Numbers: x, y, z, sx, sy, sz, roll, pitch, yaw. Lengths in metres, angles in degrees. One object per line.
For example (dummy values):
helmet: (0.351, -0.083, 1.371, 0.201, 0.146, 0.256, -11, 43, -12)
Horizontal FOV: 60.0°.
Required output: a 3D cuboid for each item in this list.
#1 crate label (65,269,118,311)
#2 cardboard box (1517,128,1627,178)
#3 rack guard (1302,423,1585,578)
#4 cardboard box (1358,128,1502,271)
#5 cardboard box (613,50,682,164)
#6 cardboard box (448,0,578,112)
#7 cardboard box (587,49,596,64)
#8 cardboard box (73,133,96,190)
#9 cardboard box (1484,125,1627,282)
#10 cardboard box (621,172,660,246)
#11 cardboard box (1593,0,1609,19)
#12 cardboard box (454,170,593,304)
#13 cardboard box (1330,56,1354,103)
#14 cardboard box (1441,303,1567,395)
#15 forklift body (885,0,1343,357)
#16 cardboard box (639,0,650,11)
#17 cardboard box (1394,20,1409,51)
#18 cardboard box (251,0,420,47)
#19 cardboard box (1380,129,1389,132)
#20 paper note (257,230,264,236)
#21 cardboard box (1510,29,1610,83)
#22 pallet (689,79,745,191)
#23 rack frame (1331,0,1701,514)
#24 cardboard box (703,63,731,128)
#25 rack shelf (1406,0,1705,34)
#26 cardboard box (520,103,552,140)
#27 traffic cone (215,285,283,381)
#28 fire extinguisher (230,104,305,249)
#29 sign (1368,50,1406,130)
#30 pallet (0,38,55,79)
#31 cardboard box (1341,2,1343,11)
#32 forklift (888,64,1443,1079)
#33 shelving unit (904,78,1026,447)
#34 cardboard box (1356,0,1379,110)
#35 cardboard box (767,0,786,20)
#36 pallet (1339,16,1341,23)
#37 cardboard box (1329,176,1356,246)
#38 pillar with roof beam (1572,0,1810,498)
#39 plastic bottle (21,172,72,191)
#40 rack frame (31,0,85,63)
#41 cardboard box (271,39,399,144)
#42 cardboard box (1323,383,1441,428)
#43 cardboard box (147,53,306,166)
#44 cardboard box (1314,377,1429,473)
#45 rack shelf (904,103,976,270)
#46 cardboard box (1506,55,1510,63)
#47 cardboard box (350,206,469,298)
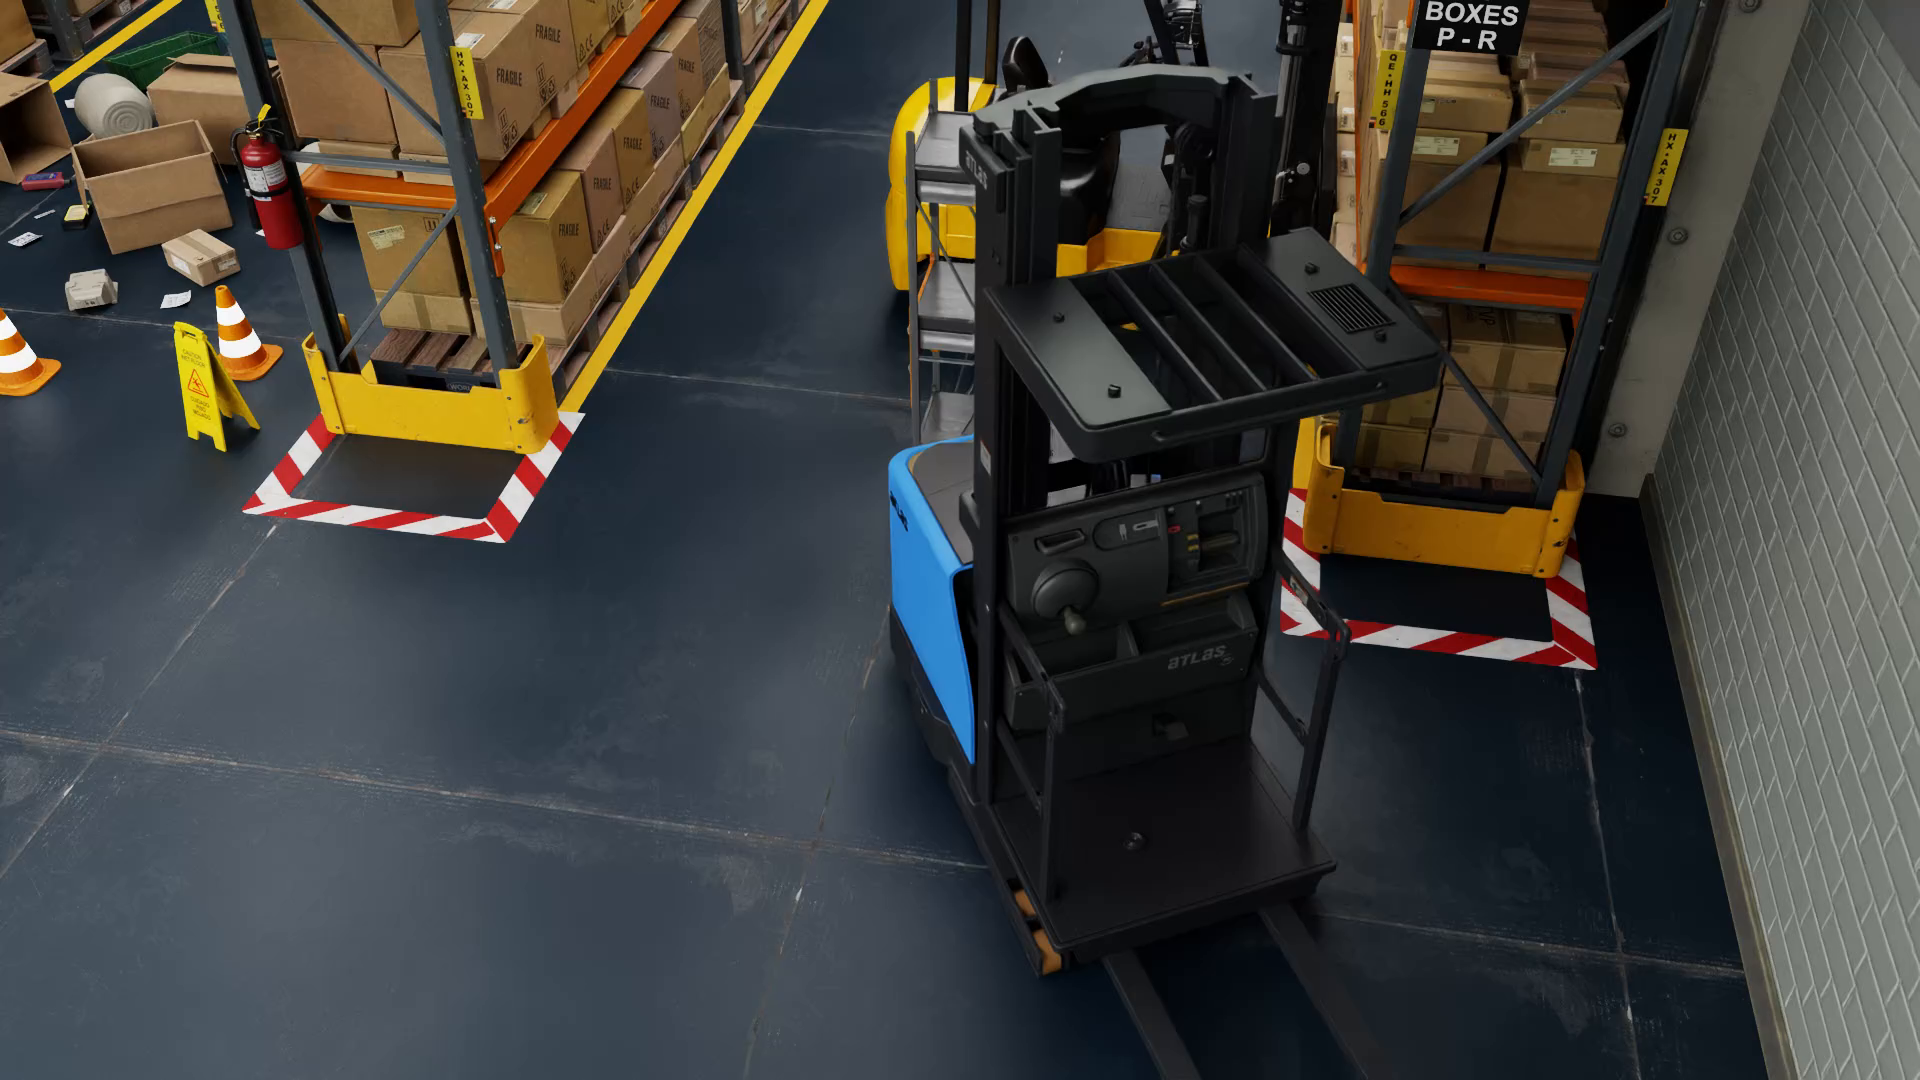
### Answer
crate label: (-4.949, -1.425, 9.463, 0.250, 0.136, 0.298, -13, 41, -15)
cardboard box: (2.528, -1.634, 6.882, 0.380, 0.149, 0.250, 5, 40, 7)
rack guard: (2.209, -0.183, 7.676, 1.175, 0.500, 0.348, 6, 40, 8)
cardboard box: (2.040, -1.538, 7.275, 0.500, 0.500, 0.500, 6, 40, 7)
cardboard box: (-1.995, -2.567, 9.838, 0.500, 0.500, 0.500, 8, 40, 10)
cardboard box: (-2.234, -2.452, 8.147, 0.500, 0.500, 0.500, 8, 40, 9)
cardboard box: (-2.170, -2.611, 8.847, 0.380, 0.149, 0.250, 8, 40, 9)
cardboard box: (-5.360, -2.364, 10.498, 0.396, 0.266, 0.258, 13, 41, 15)
cardboard box: (2.573, -1.480, 7.205, 0.500, 0.500, 0.500, 8, 40, 9)
cardboard box: (-2.086, -1.948, 9.677, 0.500, 0.250, 0.500, 9, 40, 11)
cardboard box: (2.813, -2.555, 7.763, 0.380, 0.149, 0.250, 6, 40, 7)
cardboard box: (-2.260, -1.589, 8.654, 0.500, 0.500, 0.500, 5, 40, 6)
cardboard box: (2.414, -2.571, 9.646, 0.500, 0.250, 0.500, 6, 40, 8)
cardboard box: (2.483, -0.930, 7.661, 0.500, 0.250, 0.500, 6, 40, 7)
forklift body: (0.745, -2.226, 8.851, 2.313, 2.155, 1.214, 6, 40, 8)
cardboard box: (-1.985, -3.090, 9.427, 0.380, 0.149, 0.250, 6, 40, 7)
cardboard box: (2.099, -2.138, 7.258, 0.380, 0.149, 0.250, 7, 40, 9)
cardboard box: (-2.803, -2.590, 7.529, 0.700, 0.500, 0.500, 5, 40, 7)
cardboard box: (2.013, -1.862, 7.158, 0.380, 0.149, 0.250, 7, 40, 8)
paper note: (-4.178, -1.887, 10.115, 0.148, 0.019, 0.142, 20, 44, 23)
cardboard box: (2.592, -2.080, 7.187, 0.380, 0.149, 0.250, 7, 40, 9)
pallet: (-2.065, -2.717, 10.967, 1.003, 0.211, 1.213, 6, 40, 8)
rack frame: (2.214, -1.162, 6.898, 1.000, 3.000, 0.127, 6, 40, 8)
cardboard box: (-1.821, -2.918, 10.851, 0.500, 0.250, 0.500, 8, 40, 10)
rack shelf: (2.560, -3.296, 7.689, 1.077, 0.370, 4.000, 6, 40, 8)
cardboard box: (-2.258, -2.118, 8.251, 0.380, 0.149, 0.250, 5, 40, 6)
traffic cone: (-3.872, -1.141, 8.864, 0.336, 0.463, 0.334, 6, 40, 8)
fire extinguisher: (-3.150, -1.656, 7.556, 0.296, 0.674, 0.183, 6, 40, 8)
sign: (1.681, -1.768, 6.536, 0.100, 0.325, 0.005, 6, 40, 8)
pallet: (-7.085, -3.156, 11.499, 1.003, 0.211, 1.213, 6, 40, 8)
cardboard box: (3.255, -4.206, 12.114, 0.875, 0.625, 0.625, 5, 40, 6)
forklift: (0.676, 0.126, 5.395, 1.130, 2.935, 3.031, -13, 41, -15)
shelving unit: (0.029, -0.913, 7.303, 0.431, 2.100, 0.503, 6, 40, 8)
cardboard box: (2.303, -2.501, 8.439, 0.500, 0.500, 0.500, 7, 40, 8)
cardboard box: (-1.774, -4.147, 12.241, 0.950, 0.372, 0.625, 9, 40, 10)
pallet: (3.204, -3.832, 12.316, 1.003, 0.211, 1.213, 6, 40, 8)
cardboard box: (2.146, -1.611, 8.485, 0.500, 0.250, 0.500, 7, 40, 8)
pillar with roof beam: (-1.018, -4.286, 5.969, 9.100, 9.000, 0.400, 6, 40, 8)
plastic bottle: (-5.787, -2.280, 10.557, 0.283, 0.061, 0.133, -6, 40, -8)
rack frame: (-6.877, -4.699, 11.177, 1.000, 3.000, 0.127, 6, 40, 8)
cardboard box: (-2.853, -2.231, 7.879, 0.500, 0.500, 0.500, 6, 40, 7)
cardboard box: (1.990, -0.796, 7.892, 0.500, 0.250, 0.500, 6, 40, 7)
cardboard box: (-4.712, -2.766, 10.691, 0.797, 0.637, 0.503, 6, 40, 8)
cardboard box: (1.984, -0.594, 8.039, 0.500, 0.250, 0.500, 7, 40, 8)
rack shelf: (0.029, -1.442, 6.866, 0.431, 0.518, 0.480, 6, 40, 8)
cardboard box: (2.664, -2.116, 7.465, 0.380, 0.149, 0.250, 5, 40, 6)
cardboard box: (-2.794, -1.629, 8.703, 0.500, 0.500, 0.500, 7, 40, 8)
